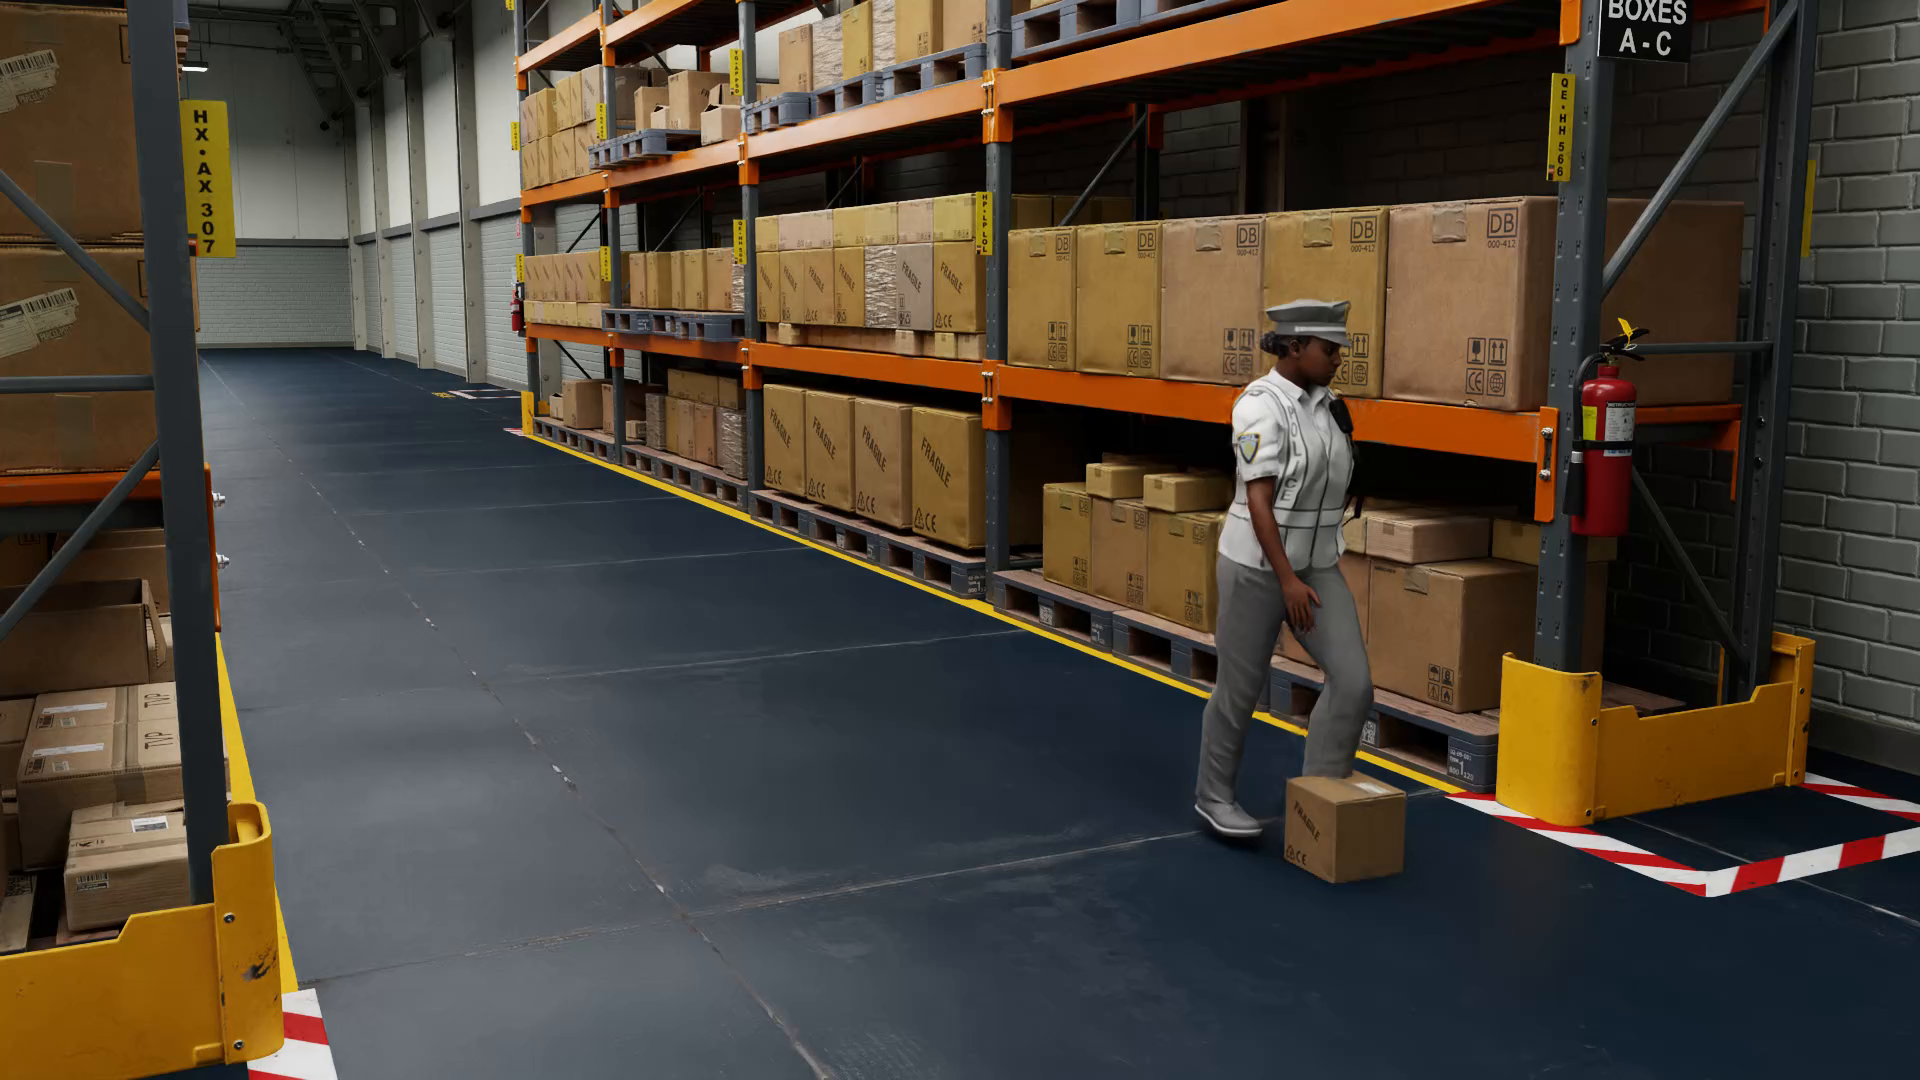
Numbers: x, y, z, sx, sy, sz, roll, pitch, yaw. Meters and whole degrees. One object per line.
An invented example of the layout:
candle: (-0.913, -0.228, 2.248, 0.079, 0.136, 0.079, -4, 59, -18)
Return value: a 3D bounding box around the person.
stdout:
person: (0.986, 0.139, 5.020, 0.467, 1.716, 0.574, -6, 10, -33)
